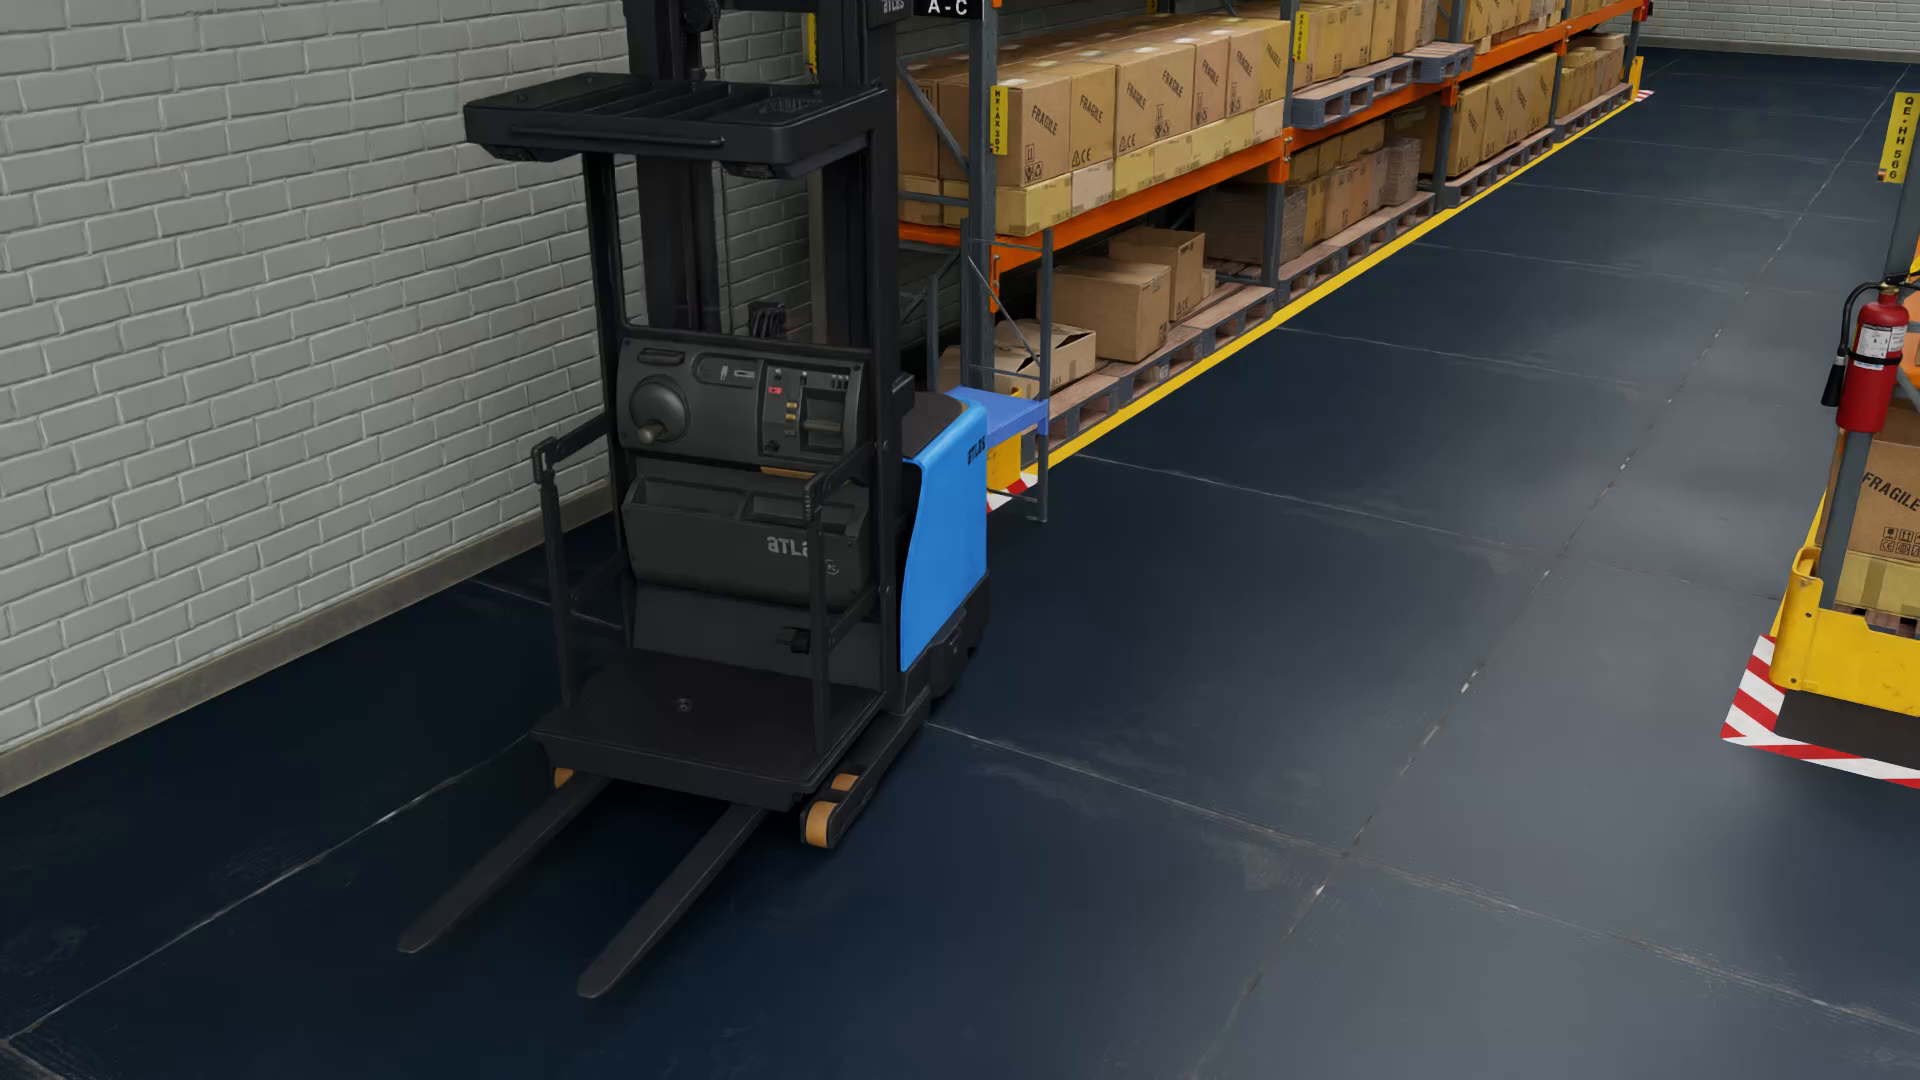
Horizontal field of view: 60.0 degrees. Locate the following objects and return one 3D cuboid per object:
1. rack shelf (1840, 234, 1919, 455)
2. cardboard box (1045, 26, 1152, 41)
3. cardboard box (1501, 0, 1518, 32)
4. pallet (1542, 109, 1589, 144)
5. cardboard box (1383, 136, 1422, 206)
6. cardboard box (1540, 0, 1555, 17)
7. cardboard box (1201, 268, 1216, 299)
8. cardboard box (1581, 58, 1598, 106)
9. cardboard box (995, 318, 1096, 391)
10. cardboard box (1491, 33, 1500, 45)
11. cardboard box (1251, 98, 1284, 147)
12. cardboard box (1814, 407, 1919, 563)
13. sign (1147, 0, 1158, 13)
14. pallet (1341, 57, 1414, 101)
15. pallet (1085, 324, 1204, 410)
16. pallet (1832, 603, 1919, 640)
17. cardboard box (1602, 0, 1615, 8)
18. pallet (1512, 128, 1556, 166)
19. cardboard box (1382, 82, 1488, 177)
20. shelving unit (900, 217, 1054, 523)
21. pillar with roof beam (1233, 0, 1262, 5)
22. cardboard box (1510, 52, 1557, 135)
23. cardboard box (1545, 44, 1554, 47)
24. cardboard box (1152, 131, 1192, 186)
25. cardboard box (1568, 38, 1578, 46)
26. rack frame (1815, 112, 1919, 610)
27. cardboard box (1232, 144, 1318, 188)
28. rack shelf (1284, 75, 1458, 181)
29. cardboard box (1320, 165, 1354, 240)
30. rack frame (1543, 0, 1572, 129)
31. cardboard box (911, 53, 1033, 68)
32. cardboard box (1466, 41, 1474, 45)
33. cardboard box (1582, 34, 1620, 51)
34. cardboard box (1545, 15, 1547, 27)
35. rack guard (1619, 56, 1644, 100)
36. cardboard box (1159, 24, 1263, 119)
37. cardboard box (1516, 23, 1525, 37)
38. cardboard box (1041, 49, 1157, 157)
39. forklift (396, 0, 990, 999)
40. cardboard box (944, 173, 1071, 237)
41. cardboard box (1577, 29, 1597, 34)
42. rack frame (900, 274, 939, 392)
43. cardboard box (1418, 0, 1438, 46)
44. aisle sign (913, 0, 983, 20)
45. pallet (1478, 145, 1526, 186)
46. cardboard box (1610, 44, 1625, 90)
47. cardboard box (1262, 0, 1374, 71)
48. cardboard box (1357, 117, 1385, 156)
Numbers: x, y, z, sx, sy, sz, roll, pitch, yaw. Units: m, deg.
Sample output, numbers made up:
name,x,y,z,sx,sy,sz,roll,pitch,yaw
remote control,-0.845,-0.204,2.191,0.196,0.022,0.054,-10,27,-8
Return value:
name,x,y,z,sx,sy,sz,roll,pitch,yaw
rack shelf,4.991,-1.072,7.856,1.077,0.370,4.000,14,27,29
cardboard box,0.866,-2.943,10.492,0.500,0.500,0.500,15,27,30
cardboard box,4.966,-5.108,15.748,0.500,0.500,0.500,14,27,29
pallet,6.523,-4.775,19.014,1.003,0.211,1.213,14,27,29
cardboard box,3.610,-3.265,14.609,0.700,0.500,0.500,14,27,30
cardboard box,5.765,-5.623,16.937,0.500,0.500,0.500,14,27,29
cardboard box,1.578,-1.829,11.712,0.380,0.166,0.250,10,25,22
cardboard box,7.077,-5.432,19.641,0.700,0.500,0.500,15,27,30
cardboard box,0.467,-1.139,9.936,0.500,0.311,0.500,16,28,33
cardboard box,4.971,-4.861,15.993,0.380,0.149,0.250,14,27,30
cardboard box,1.843,-2.831,11.177,0.500,0.250,0.500,14,27,29
cardboard box,3.966,-0.246,7.030,0.500,0.500,0.500,14,27,29
sign,1.362,-3.760,11.704,0.100,0.325,0.005,14,27,29
pallet,2.936,-3.699,13.261,1.003,0.211,1.213,14,27,29
pallet,0.868,-1.187,10.726,1.003,0.211,1.213,14,27,29
pallet,4.303,0.286,7.324,1.003,0.211,1.213,14,27,29
cardboard box,7.120,-6.624,19.399,0.980,0.700,0.700,12,26,26
pallet,5.712,-4.258,17.821,1.003,0.211,1.213,14,27,29
cardboard box,4.444,-3.891,15.640,0.750,0.750,0.750,13,27,28
shelving unit,-0.045,-0.660,7.885,0.538,1.500,1.048,14,27,29
pillar with roof beam,6.182,-6.058,10.916,9.100,9.000,0.400,14,27,29
cardboard box,5.823,-4.774,17.679,0.750,0.750,0.750,14,27,30
cardboard box,6.840,-5.733,19.520,0.380,0.149,0.250,14,27,29
cardboard box,1.056,-2.322,10.001,0.500,0.250,0.500,14,27,29
cardboard box,7.244,-5.993,20.119,0.380,0.149,0.250,14,27,30
rack frame,3.936,-0.727,6.154,1.000,3.000,0.127,14,27,29
cardboard box,2.439,-2.914,12.855,0.500,0.250,0.500,13,27,28
rack shelf,2.890,-3.459,13.370,1.077,0.370,4.000,14,27,29
cardboard box,2.743,-2.769,13.464,0.700,0.500,0.500,14,27,30
rack frame,6.055,-5.814,17.905,1.000,3.000,0.127,14,27,29
cardboard box,0.067,-2.420,9.284,0.500,0.500,0.500,14,27,30
cardboard box,4.456,-4.504,15.169,0.380,0.149,0.250,14,27,30
cardboard box,7.834,-6.082,20.326,0.380,0.149,0.250,15,27,30
cardboard box,5.829,-5.367,17.162,0.380,0.149,0.250,15,27,31
rack guard,8.178,-6.025,21.539,1.175,0.500,0.348,14,27,29
cardboard box,1.590,-3.005,10.634,0.500,0.500,0.500,14,27,29
cardboard box,5.410,-5.115,16.581,0.380,0.149,0.250,13,27,28
cardboard box,0.779,-2.484,9.433,0.500,0.500,0.500,13,27,27
forklift,-0.844,-0.457,5.616,1.130,2.935,3.031,8,25,18
cardboard box,0.252,-1.803,8.802,0.500,0.250,0.500,13,27,27
cardboard box,7.777,-6.334,20.908,0.380,0.149,0.250,14,27,29
rack frame,-0.313,-0.488,7.489,0.500,1.500,0.032,14,27,29
cardboard box,3.706,-4.551,14.308,0.700,0.500,0.500,11,26,23
aisle sign,-0.058,-2.870,7.831,0.394,0.787,0.004,14,27,29
pallet,5.069,-3.845,16.866,1.003,0.211,1.213,14,27,29
cardboard box,7.881,-5.953,20.842,0.700,0.500,0.500,14,27,29
cardboard box,2.754,-3.942,12.901,0.700,0.500,0.500,18,29,36
cardboard box,3.256,-3.430,14.046,0.500,0.250,0.500,14,27,30
